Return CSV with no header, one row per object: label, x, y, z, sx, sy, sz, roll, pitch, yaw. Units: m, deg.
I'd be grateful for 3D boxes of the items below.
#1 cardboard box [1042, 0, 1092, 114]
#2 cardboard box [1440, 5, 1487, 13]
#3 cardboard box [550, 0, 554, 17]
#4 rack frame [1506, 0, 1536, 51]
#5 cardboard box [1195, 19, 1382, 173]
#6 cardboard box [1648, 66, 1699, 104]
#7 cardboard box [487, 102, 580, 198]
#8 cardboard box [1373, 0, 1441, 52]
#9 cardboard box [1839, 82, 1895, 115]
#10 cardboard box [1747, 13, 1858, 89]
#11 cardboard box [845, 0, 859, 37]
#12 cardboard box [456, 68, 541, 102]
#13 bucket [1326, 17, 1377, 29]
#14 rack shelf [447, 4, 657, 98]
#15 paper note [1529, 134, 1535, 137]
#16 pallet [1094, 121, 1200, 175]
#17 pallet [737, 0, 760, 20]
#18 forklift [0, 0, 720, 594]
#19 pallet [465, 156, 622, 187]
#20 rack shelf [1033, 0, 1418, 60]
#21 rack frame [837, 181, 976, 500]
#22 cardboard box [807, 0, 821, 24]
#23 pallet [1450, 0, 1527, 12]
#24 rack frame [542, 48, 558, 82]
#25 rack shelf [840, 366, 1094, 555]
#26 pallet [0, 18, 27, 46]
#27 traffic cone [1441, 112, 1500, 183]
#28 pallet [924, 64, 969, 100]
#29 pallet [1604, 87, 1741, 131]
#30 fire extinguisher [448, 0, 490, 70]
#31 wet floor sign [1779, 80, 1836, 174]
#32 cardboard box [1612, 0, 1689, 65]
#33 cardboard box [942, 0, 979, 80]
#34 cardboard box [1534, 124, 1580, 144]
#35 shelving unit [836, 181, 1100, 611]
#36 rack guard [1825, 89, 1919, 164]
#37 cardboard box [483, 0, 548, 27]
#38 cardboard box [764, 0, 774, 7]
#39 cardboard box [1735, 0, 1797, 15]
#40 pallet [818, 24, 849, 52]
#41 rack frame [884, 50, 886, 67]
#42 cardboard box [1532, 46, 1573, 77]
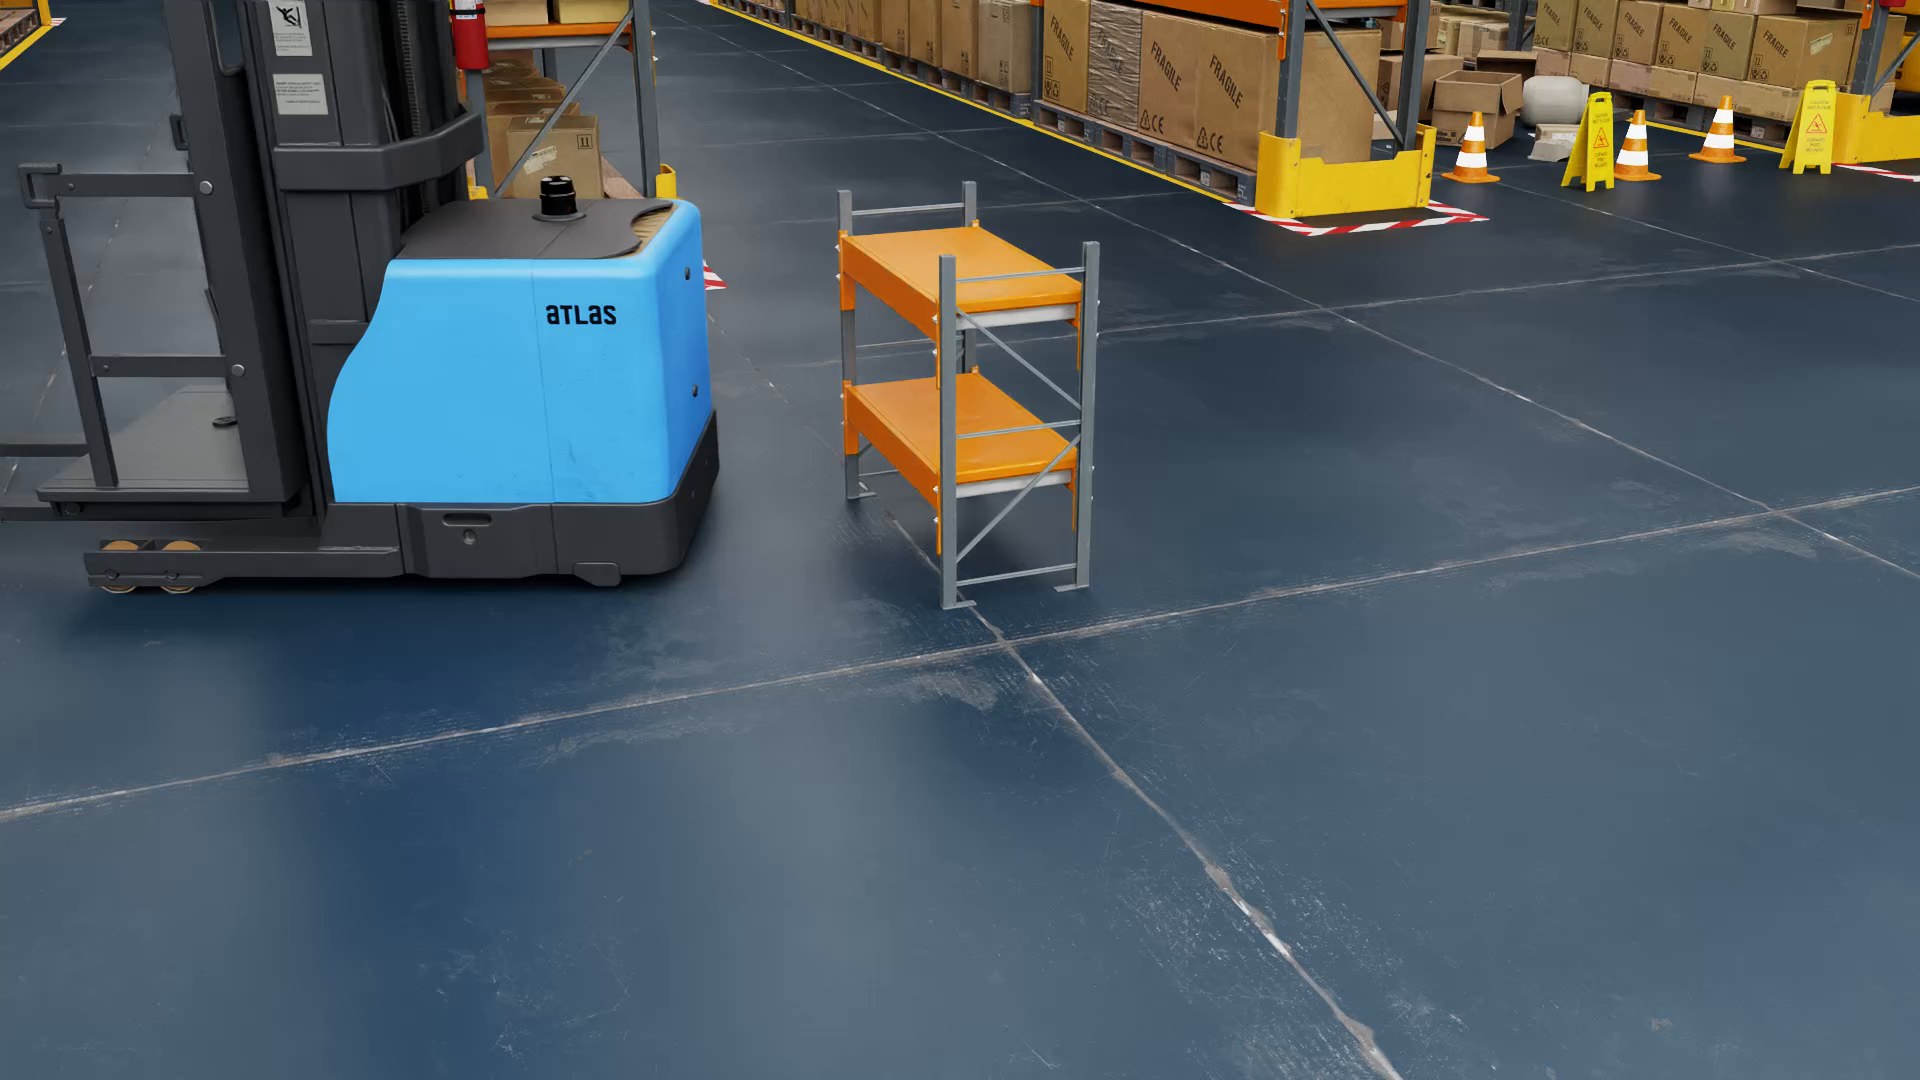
cardboard box,1.249,-4.009,13.595,0.875,0.875,0.875,-8,24,-18
cardboard box,4.996,-5.435,17.625,0.950,0.372,0.625,-8,24,-17
cardboard box,-2.118,-3.050,9.447,0.380,0.149,0.250,-8,24,-19
rack frame,5.688,-5.749,15.527,1.000,3.000,0.127,-8,24,-19
cardboard box,2.204,-3.031,11.275,0.875,0.875,0.875,-8,24,-19
cardboard box,6.198,-3.857,14.039,0.500,0.250,0.500,-9,25,-21
cardboard box,-2.618,-2.419,10.305,0.500,0.500,0.500,-2,23,-5
cardboard box,4.033,-4.691,15.260,0.500,0.500,0.500,-8,24,-19
cardboard box,7.075,-3.553,13.317,0.500,0.250,0.500,-9,24,-19
cardboard box,6.574,-3.823,12.992,0.500,0.500,0.500,-8,24,-19
cardboard box,-0.977,-5.920,18.612,0.500,0.500,0.500,-7,24,-17
cardboard box,-3.270,-3.073,11.856,0.500,0.500,0.500,-1,23,-2
bucket,3.298,-4.492,14.803,0.726,0.611,0.620,0,13,-1
rack shelf,-2.877,-3.331,10.717,1.077,0.370,4.000,-8,24,-19
paper note,4.745,-3.321,13.606,0.148,0.019,0.142,0,23,-1
pallet,1.723,-3.017,12.636,1.003,0.211,1.213,-8,24,-19
pallet,-2.439,-7.338,22.888,1.003,0.211,1.213,-8,24,-19
forklift,-2.413,-1.383,5.257,3.031,2.935,1.130,0,23,1
pallet,-2.878,-2.421,11.222,1.003,0.211,1.213,-8,24,-19
rack shelf,1.799,-3.975,12.244,1.077,0.370,4.000,-8,24,-19
rack frame,-0.182,-0.706,5.976,0.500,1.125,0.032,-8,24,-19
cardboard box,-1.532,-6.484,19.950,0.500,0.500,0.500,-7,24,-17
pallet,7.827,-7.762,23.896,1.003,0.211,1.213,-8,24,-19
rack frame,-3.583,-4.389,12.301,1.000,3.000,0.127,-8,24,-19
rack shelf,-0.002,-0.295,5.632,0.538,0.278,1.000,-8,24,-19
pallet,-11.774,-6.037,19.802,1.003,0.211,1.213,-8,24,-19
traffic cone,3.647,-2.798,11.793,0.336,0.463,0.334,-8,24,-19
pallet,0.315,-4.462,16.064,1.003,0.211,1.213,-8,24,-19
pallet,6.393,-3.781,14.448,1.003,0.211,1.213,-8,24,-19
fire extinguisher,-2.561,-2.795,8.619,0.296,0.674,0.183,-8,24,-19
wet floor sign,6.167,-2.995,12.024,0.267,0.644,0.232,0,23,-1
cardboard box,6.025,-4.388,14.332,0.500,0.500,0.500,-7,24,-16
cardboard box,0.452,-4.754,15.523,1.050,0.750,0.750,-8,24,-19
cardboard box,4.748,-3.180,13.104,0.380,0.149,0.250,4,23,9
shelving unit,-0.002,-0.521,5.537,0.538,1.125,1.048,-8,24,-19
rack guard,7.074,-3.171,12.630,1.175,0.500,0.348,-8,24,-19
cardboard box,-2.464,-2.895,9.080,0.380,0.149,0.250,-8,24,-19
cardboard box,-2.358,-7.108,21.883,0.380,0.149,0.250,-9,25,-21
cardboard box,6.381,-4.246,13.160,0.380,0.149,0.250,-8,24,-17
pallet,-1.022,-5.928,19.543,1.003,0.211,1.213,-8,24,-19
rack frame,-0.320,-6.486,17.277,1.000,3.000,0.127,-8,24,-19
cardboard box,5.644,-4.424,15.383,0.500,0.250,0.500,-10,25,-21
